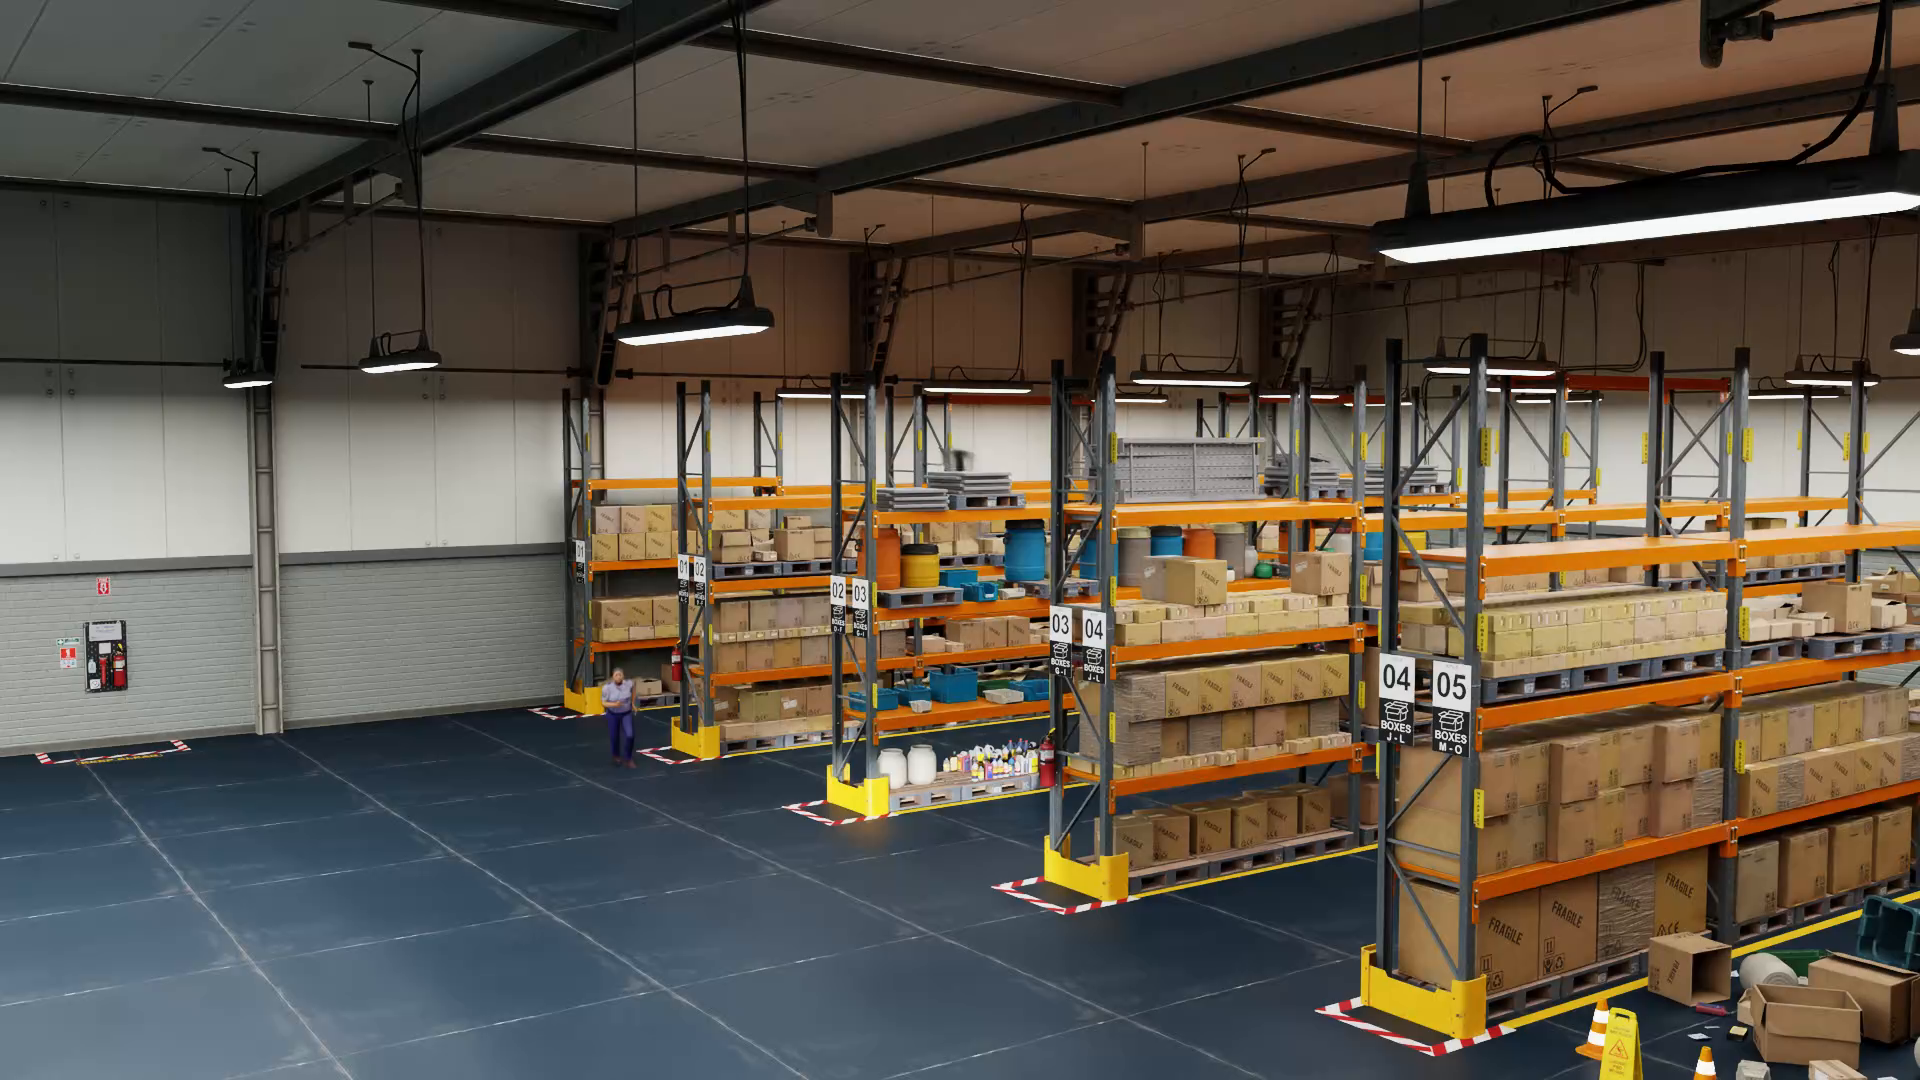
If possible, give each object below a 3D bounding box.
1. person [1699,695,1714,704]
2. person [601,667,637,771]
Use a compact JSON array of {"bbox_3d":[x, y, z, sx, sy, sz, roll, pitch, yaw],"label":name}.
[{"bbox_3d":[10.490,2.901,23.102,0.748,1.529,0.524,-1,4,-20],"label":"person"},{"bbox_3d":[-5.238,2.731,25.553,0.533,1.600,0.904,-1,4,-13],"label":"person"}]
